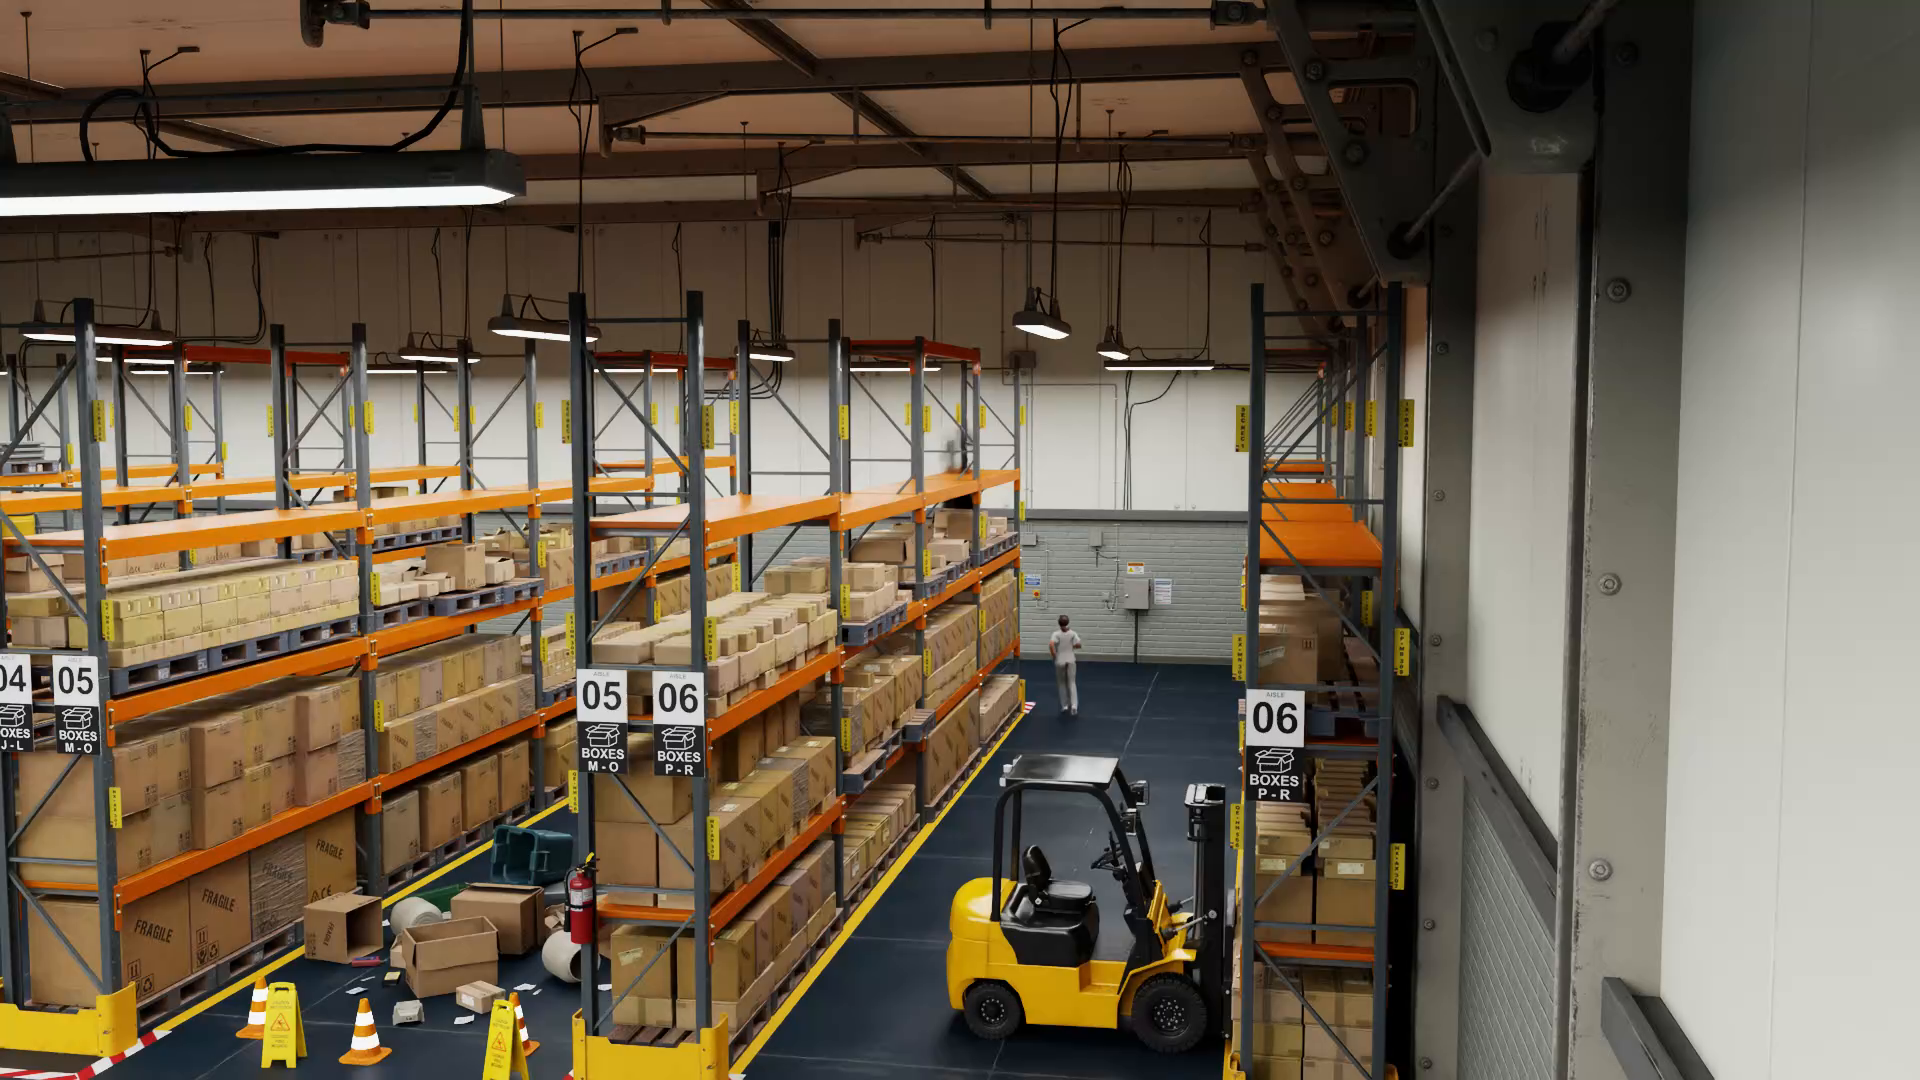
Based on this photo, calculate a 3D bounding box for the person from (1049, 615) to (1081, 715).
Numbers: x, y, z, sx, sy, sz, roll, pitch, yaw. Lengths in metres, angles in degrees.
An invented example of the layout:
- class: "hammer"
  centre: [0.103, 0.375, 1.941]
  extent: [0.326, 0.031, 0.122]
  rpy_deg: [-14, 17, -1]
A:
- class: "person"
  centre: [1.747, 2.088, 27.765]
  extent: [0.574, 1.688, 0.836]
  rpy_deg: [0, 5, -5]
